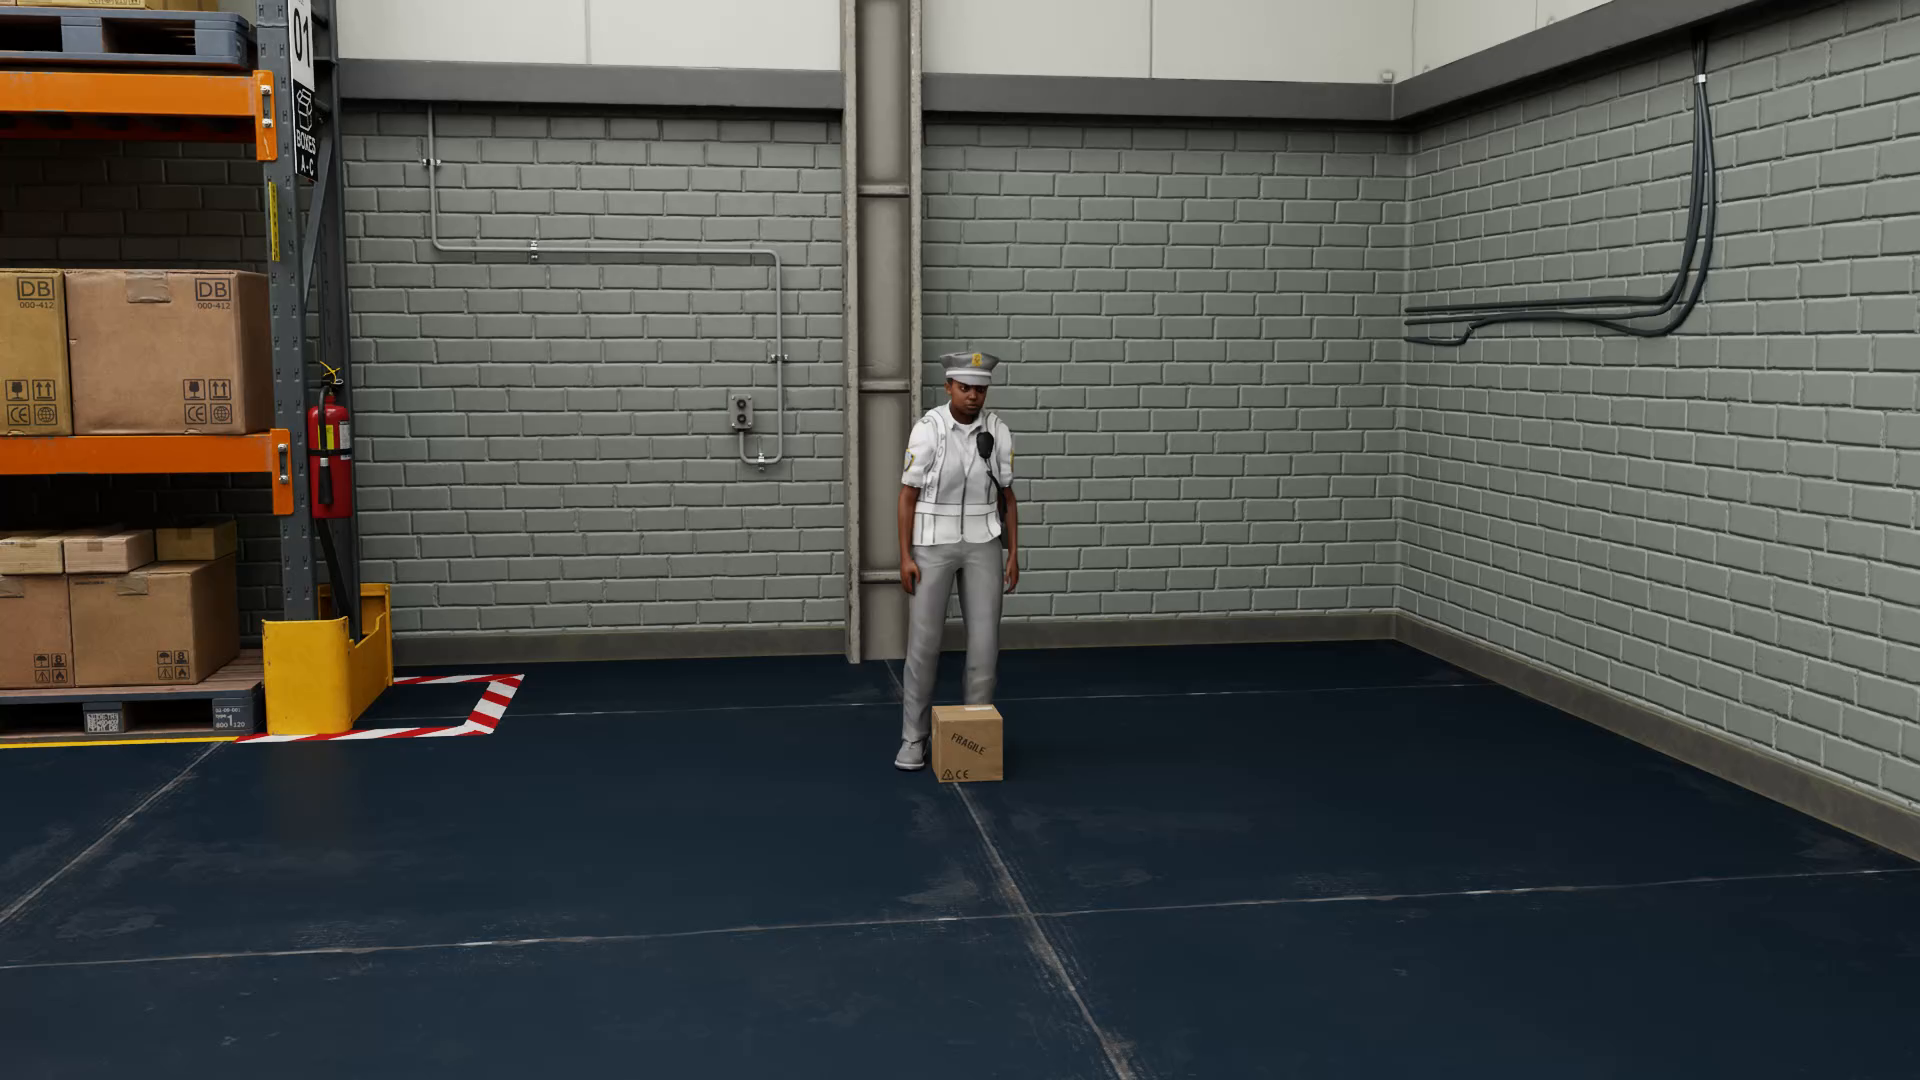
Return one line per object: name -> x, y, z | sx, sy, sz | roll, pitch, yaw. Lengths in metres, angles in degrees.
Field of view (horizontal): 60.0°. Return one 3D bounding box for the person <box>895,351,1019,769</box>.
person -> -0.014, 0.075, 6.685 | 0.532, 1.662, 0.425 | -1, 7, -12
